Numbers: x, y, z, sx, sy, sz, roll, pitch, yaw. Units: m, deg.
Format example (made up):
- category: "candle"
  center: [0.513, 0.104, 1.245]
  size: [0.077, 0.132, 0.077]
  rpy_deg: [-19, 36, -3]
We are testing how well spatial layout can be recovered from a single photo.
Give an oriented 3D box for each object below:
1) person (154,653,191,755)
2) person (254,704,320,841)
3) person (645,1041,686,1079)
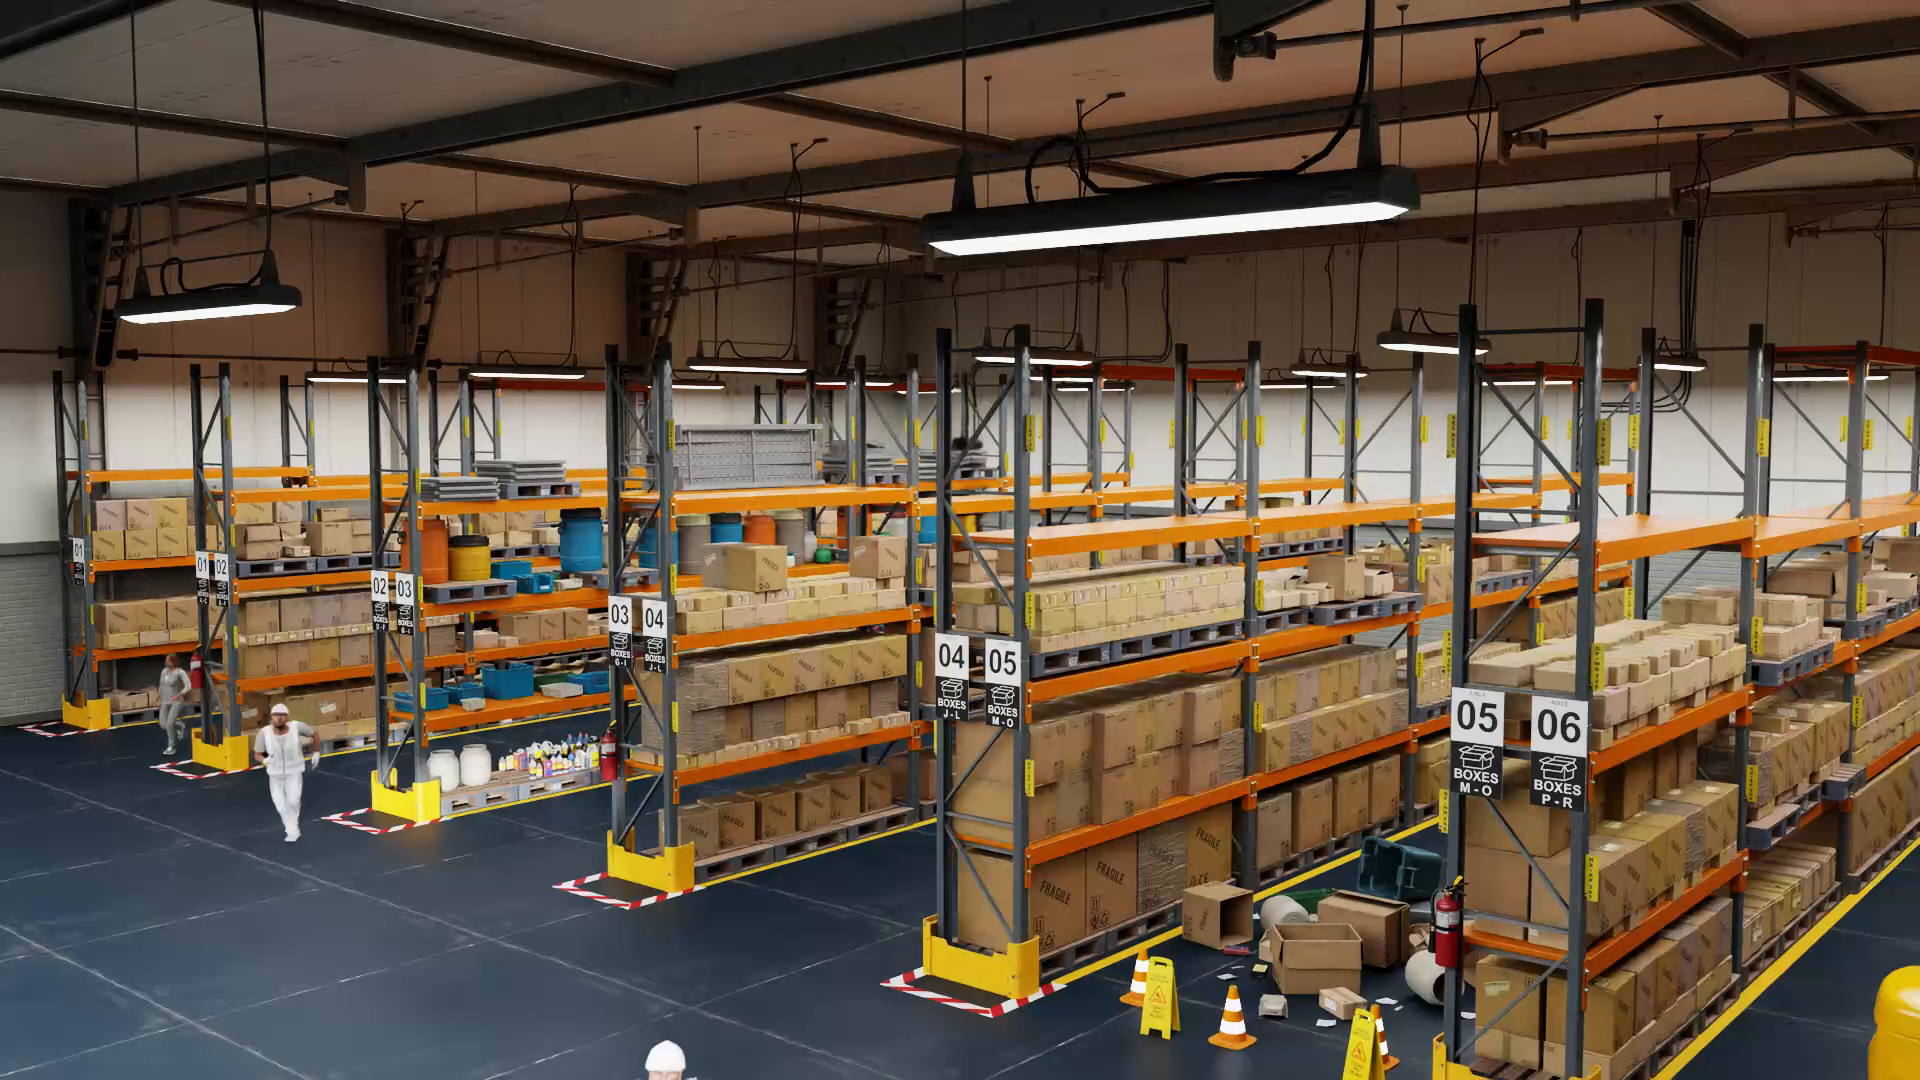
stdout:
- category: "person"
  center: [-12.202, 2.531, 25.855]
  size: [0.529, 1.557, 0.561]
  rpy_deg: [1, 4, 11]
- category: "person"
  center: [-8.167, 2.839, 20.167]
  size: [0.730, 1.724, 0.659]
  rpy_deg: [-1, 4, -16]
- category: "person"
  center: [-1.576, 3.618, 9.210]
  size: [0.682, 1.767, 0.811]
  rpy_deg: [0, 4, -3]
